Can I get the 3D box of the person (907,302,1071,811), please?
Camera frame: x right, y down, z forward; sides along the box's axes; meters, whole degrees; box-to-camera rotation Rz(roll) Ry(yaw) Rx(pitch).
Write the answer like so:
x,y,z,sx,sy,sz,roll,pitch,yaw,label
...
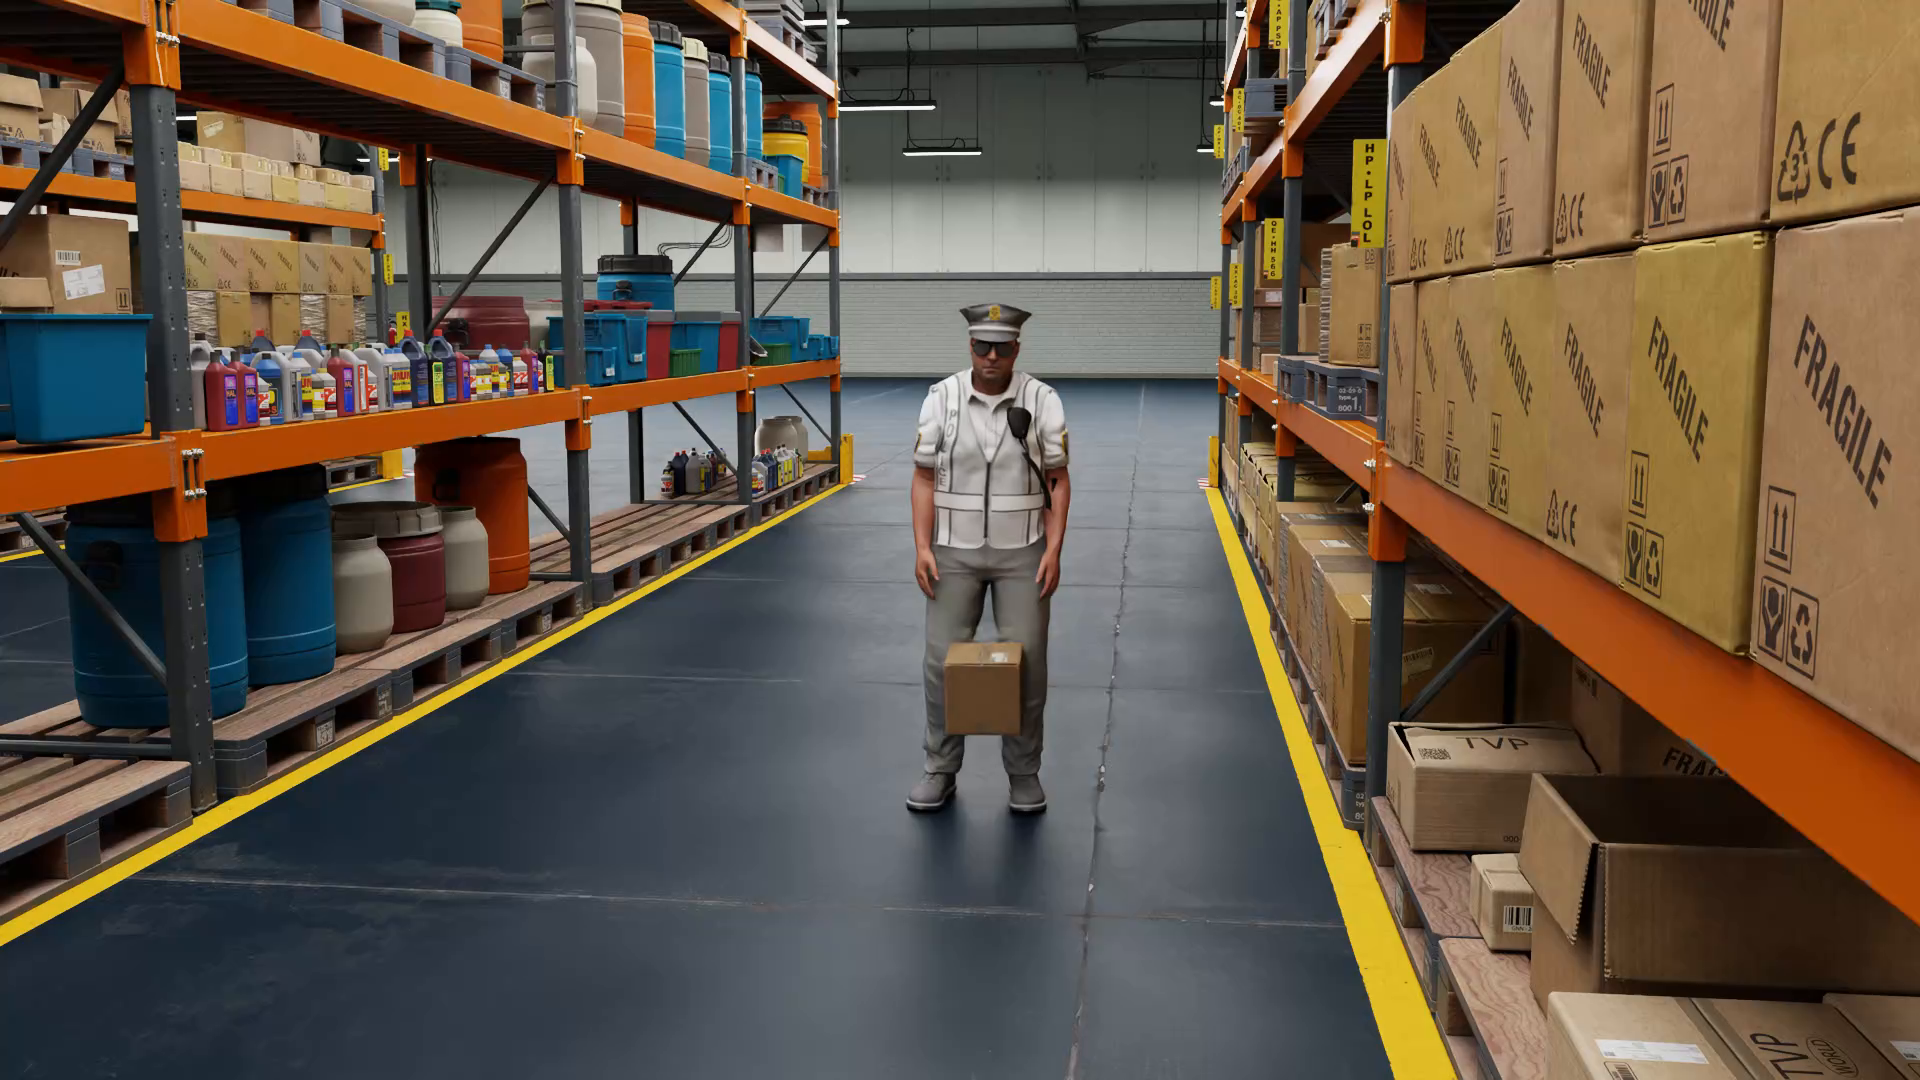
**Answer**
x,y,z,sx,sy,sz,roll,pitch,yaw,label
0.104,0.054,5.840,0.563,1.751,0.434,1,8,5,person
